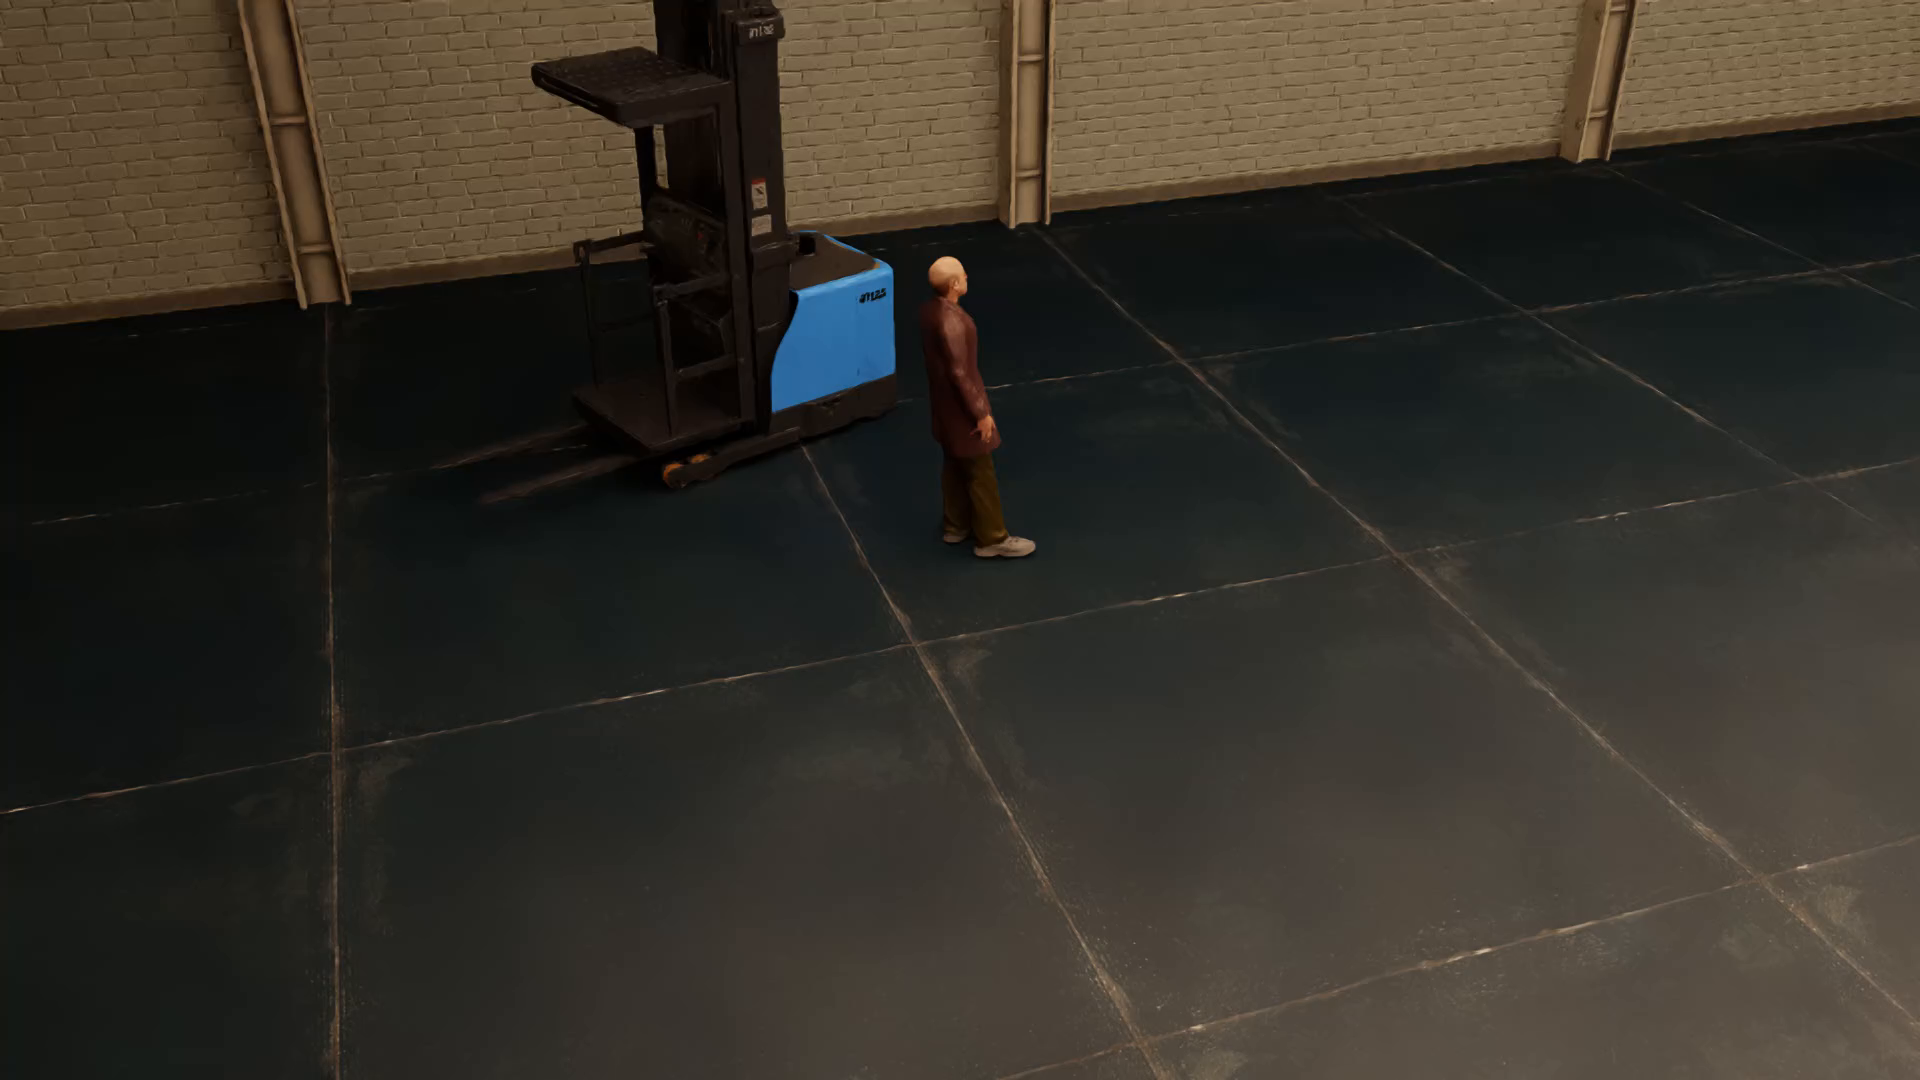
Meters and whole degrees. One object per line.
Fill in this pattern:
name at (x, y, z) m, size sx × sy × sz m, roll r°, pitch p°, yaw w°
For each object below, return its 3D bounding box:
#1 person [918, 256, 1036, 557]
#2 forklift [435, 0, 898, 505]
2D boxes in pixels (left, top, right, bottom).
person at (0.090, -0.787, 9.596) m, size 0.580 × 1.776 × 0.684 m, roll -10°, pitch 31°, yaw -16°
forklift at (-1.896, -1.891, 10.374) m, size 3.031 × 2.935 × 1.130 m, roll -22°, pitch 36°, yaw -33°
